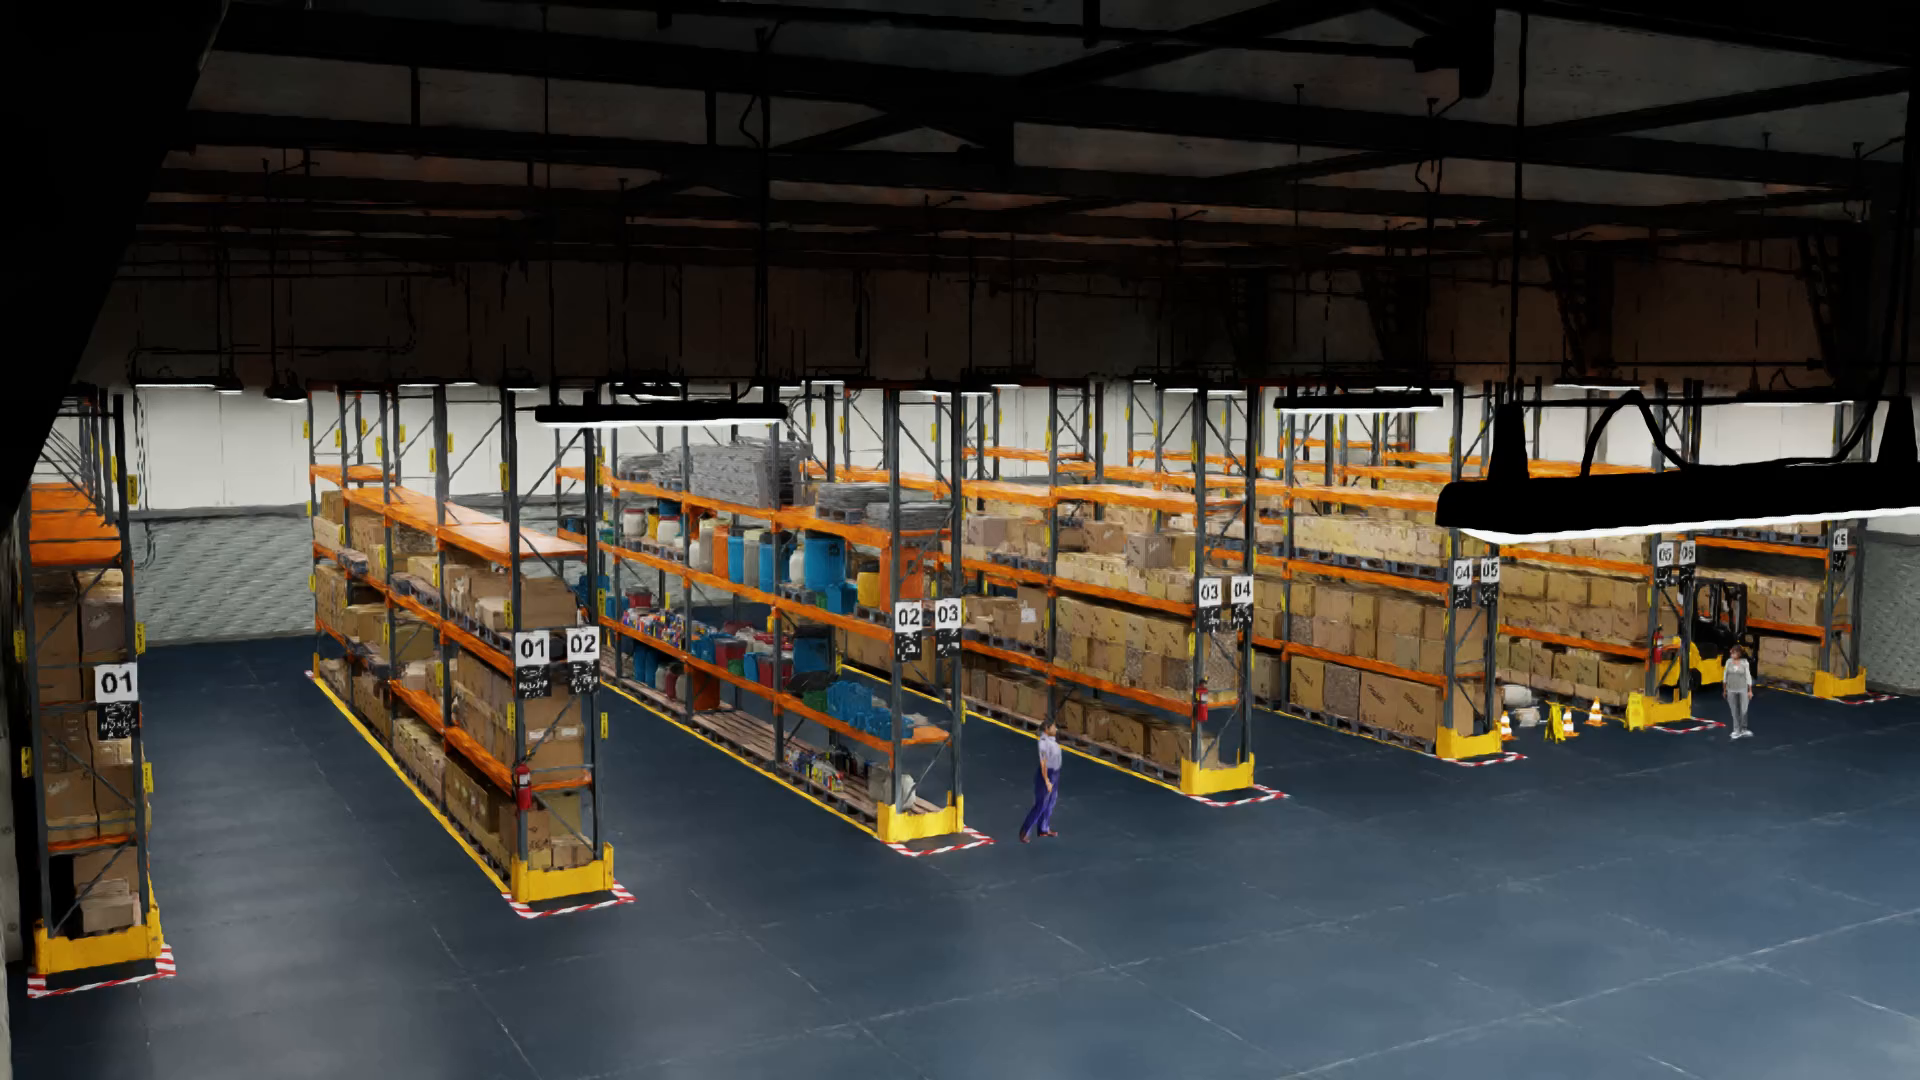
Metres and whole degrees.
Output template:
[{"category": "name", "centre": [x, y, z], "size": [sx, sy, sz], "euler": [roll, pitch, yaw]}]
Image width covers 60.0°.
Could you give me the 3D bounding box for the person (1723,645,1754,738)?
[{"category": "person", "centre": [13.134, 2.552, 28.035], "size": [0.521, 1.592, 0.365], "euler": [4, 7, 33]}]

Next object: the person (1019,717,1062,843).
[{"category": "person", "centre": [1.063, 3.189, 22.052], "size": [0.515, 1.626, 0.682], "euler": [2, 6, 16]}]

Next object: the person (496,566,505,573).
[{"category": "person", "centre": [-10.753, 1.404, 38.824], "size": [0.952, 1.622, 0.484], "euler": [5, 8, 38]}]

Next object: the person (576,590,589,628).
[{"category": "person", "centre": [-7.977, 1.822, 34.794], "size": [0.521, 1.622, 0.947], "euler": [-1, 6, -7]}]
